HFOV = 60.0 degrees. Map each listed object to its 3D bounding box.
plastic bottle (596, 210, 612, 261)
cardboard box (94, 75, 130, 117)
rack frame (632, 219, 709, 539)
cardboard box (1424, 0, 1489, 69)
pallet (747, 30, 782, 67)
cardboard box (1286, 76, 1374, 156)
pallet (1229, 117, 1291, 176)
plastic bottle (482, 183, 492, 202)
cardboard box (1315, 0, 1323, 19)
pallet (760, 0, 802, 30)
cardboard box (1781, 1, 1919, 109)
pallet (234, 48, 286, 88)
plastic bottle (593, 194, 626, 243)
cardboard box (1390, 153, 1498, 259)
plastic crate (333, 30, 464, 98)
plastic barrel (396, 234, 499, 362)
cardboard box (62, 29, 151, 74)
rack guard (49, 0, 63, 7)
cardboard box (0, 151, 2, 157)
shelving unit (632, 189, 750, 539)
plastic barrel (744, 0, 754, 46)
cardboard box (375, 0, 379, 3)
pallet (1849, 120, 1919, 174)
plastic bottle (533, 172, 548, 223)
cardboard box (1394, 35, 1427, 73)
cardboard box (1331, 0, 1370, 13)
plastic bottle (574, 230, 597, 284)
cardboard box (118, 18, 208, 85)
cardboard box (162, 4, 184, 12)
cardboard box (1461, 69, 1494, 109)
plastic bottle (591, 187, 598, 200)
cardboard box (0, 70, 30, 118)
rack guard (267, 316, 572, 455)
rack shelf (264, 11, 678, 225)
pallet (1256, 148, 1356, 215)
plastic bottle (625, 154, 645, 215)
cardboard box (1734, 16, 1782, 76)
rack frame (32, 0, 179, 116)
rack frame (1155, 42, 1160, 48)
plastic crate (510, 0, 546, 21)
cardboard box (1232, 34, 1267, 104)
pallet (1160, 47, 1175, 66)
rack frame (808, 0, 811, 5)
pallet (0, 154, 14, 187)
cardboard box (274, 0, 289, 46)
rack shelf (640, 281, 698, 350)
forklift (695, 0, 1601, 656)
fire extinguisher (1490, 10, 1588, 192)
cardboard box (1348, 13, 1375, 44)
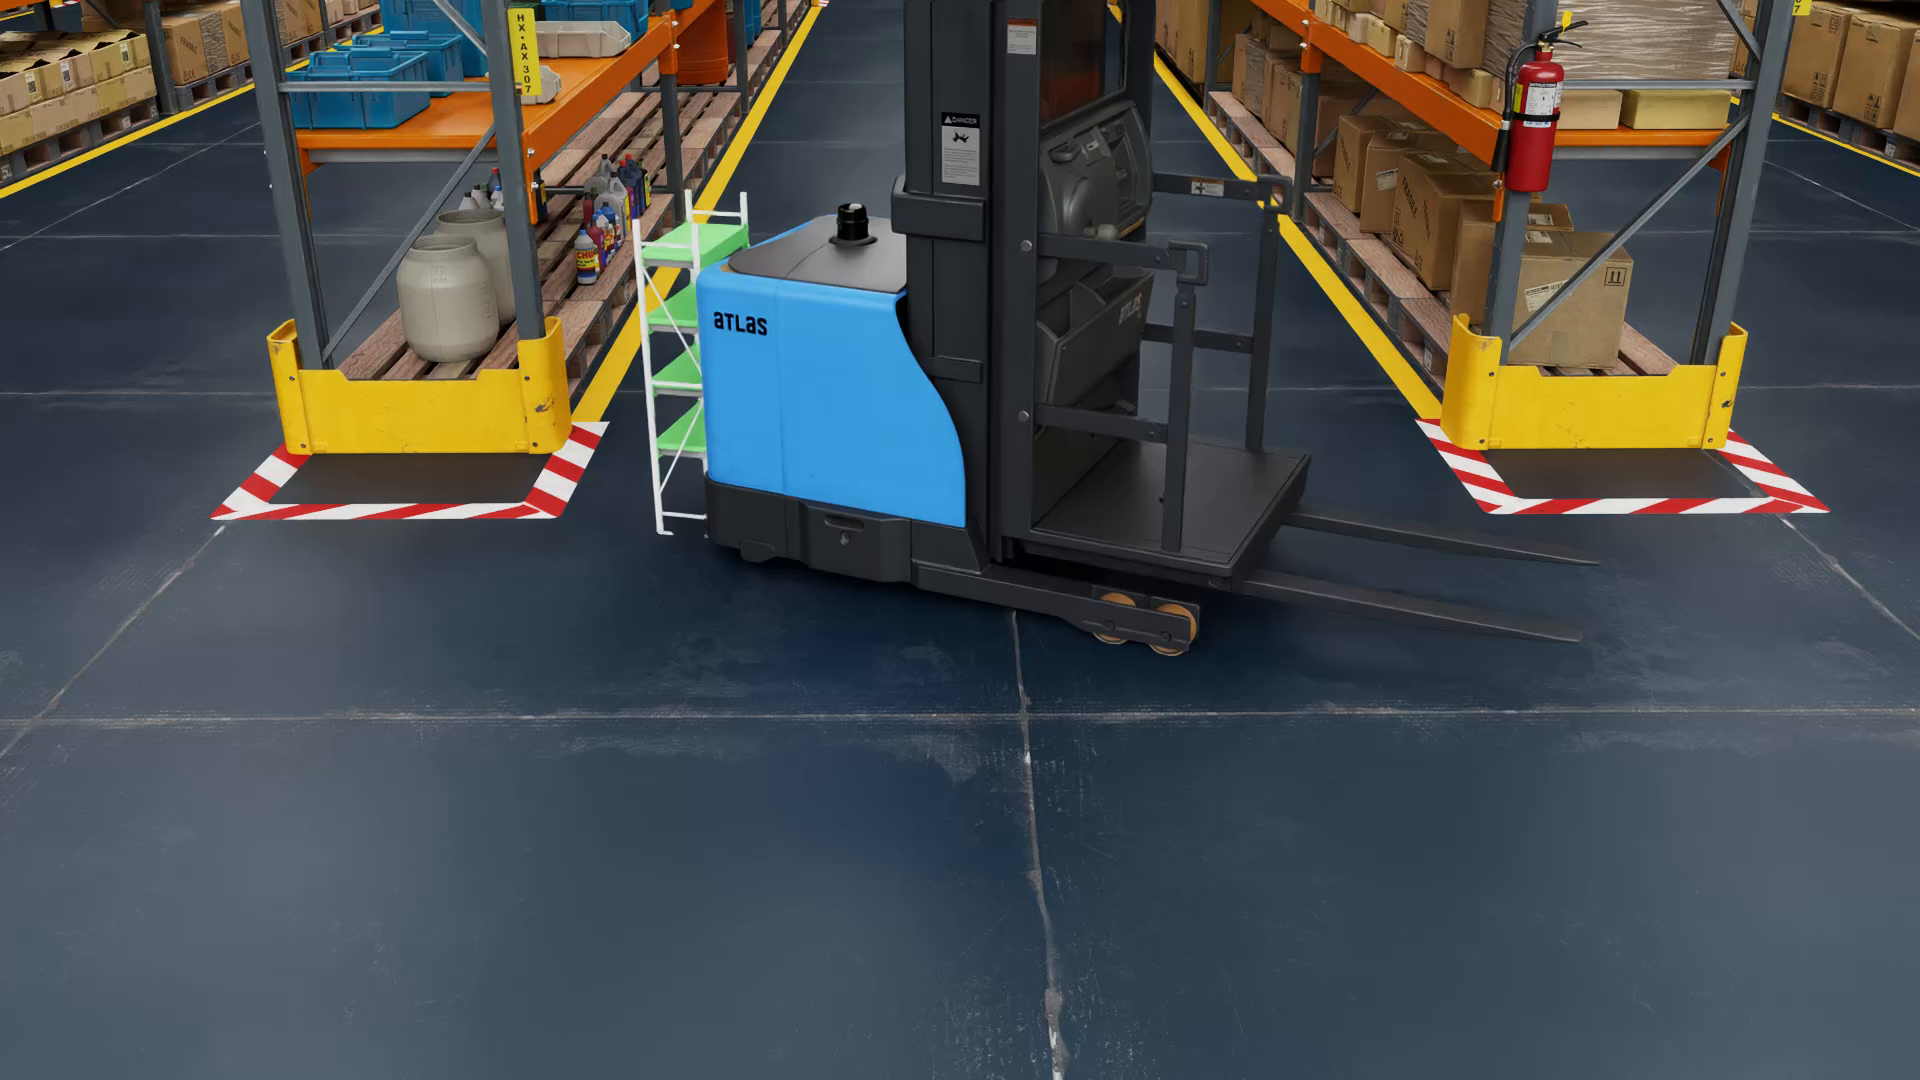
[{"bbox_3d":[-1.956,-1.659,9.056,0.097,0.271,0.097,0,24,0],"label":"plastic bottle"},{"bbox_3d":[-7.024,-3.557,13.302,0.500,0.250,0.500,-1,24,-1],"label":"cardboard box"},{"bbox_3d":[-1.028,-0.563,6.038,0.240,1.200,0.015,6,25,12],"label":"rack frame"},{"bbox_3d":[2.606,-2.407,7.449,0.875,0.500,0.500,0,24,-1],"label":"cardboard box"},{"bbox_3d":[-2.407,-5.127,17.330,1.003,0.211,1.213,0,24,-1],"label":"pallet"},{"bbox_3d":[2.695,-2.953,11.638,0.700,0.500,0.500,0,24,-1],"label":"cardboard box"},{"bbox_3d":[2.640,-2.996,12.618,1.003,0.211,1.213,0,24,-1],"label":"pallet"},{"bbox_3d":[-2.730,-1.902,9.577,0.061,0.283,0.133,1,24,2],"label":"plastic bottle"},{"bbox_3d":[2.368,-3.237,10.072,0.380,0.149,0.250,0,24,-1],"label":"cardboard box"},{"bbox_3d":[-2.437,-6.252,19.817,1.003,0.211,1.213,0,24,-1],"label":"pallet"},{"bbox_3d":[7.500,-3.985,13.642,1.050,0.750,0.750,-1,24,-1],"label":"cardboard box"},{"bbox_3d":[-7.264,-4.585,16.133,1.003,0.211,1.213,0,24,-1],"label":"pallet"},{"bbox_3d":[-1.988,-1.835,9.440,0.152,0.276,0.135,0,24,0],"label":"plastic bottle"},{"bbox_3d":[2.730,-1.837,9.197,0.500,0.500,0.500,-2,24,-5],"label":"cardboard box"},{"bbox_3d":[-2.549,-2.176,7.601,0.499,0.251,0.408,0,24,-1],"label":"plastic crate"},{"bbox_3d":[-2.326,-1.100,7.551,0.421,0.512,0.421,0,24,0],"label":"plastic barrel"},{"bbox_3d":[-7.031,-4.026,13.658,0.500,0.311,0.500,0,24,1],"label":"cardboard box"},{"bbox_3d":[-12.324,-7.190,21.542,1.175,0.500,0.348,0,24,-1],"label":"rack guard"},{"bbox_3d":[-7.000,-2.715,11.440,0.500,0.250,0.500,0,24,1],"label":"cardboard box"},{"bbox_3d":[-0.972,-0.661,6.254,0.258,1.200,0.503,6,25,12],"label":"shelving unit"},{"bbox_3d":[-2.377,-5.435,16.664,0.600,0.901,0.708,0,24,-1],"label":"plastic barrel"},{"bbox_3d":[-7.138,-6.676,20.175,0.500,0.250,0.500,0,24,-1],"label":"cardboard box"},{"bbox_3d":[7.527,-2.973,12.568,1.003,0.211,1.213,0,24,-1],"label":"pallet"},{"bbox_3d":[-2.548,-2.079,9.887,0.144,0.351,0.185,0,24,-1],"label":"plastic bottle"},{"bbox_3d":[2.379,-2.413,8.250,0.380,0.149,0.250,0,24,-1],"label":"cardboard box"},{"bbox_3d":[2.580,-3.231,9.271,0.875,0.500,0.500,0,24,-1],"label":"cardboard box"},{"bbox_3d":[-1.951,-1.477,8.652,0.097,0.271,0.097,0,24,0],"label":"plastic bottle"},{"bbox_3d":[-7.002,-4.297,14.611,0.500,0.500,0.500,1,24,2],"label":"cardboard box"},{"bbox_3d":[-7.533,-4.706,15.514,0.500,0.500,0.500,-1,24,-2],"label":"cardboard box"},{"bbox_3d":[2.444,-2.001,7.339,0.380,0.149,0.250,0,24,-1],"label":"cardboard box"},{"bbox_3d":[-2.088,-1.895,9.562,0.061,0.283,0.133,0,24,-1],"label":"plastic bottle"},{"bbox_3d":[-7.002,-3.184,11.796,0.500,0.311,0.500,-1,24,-2],"label":"cardboard box"},{"bbox_3d":[-2.291,-0.663,7.110,1.175,0.500,0.348,0,24,-1],"label":"rack guard"},{"bbox_3d":[-2.265,-2.267,8.496,1.077,0.370,4.000,0,24,-1],"label":"rack shelf"},{"bbox_3d":[2.656,-2.492,11.503,1.003,0.211,1.213,0,24,-1],"label":"pallet"},{"bbox_3d":[-1.991,-2.149,10.041,0.144,0.351,0.185,-1,24,-2],"label":"plastic bottle"},{"bbox_3d":[7.315,-4.393,14.847,0.500,0.500,0.500,0,24,-1],"label":"cardboard box"},{"bbox_3d":[-7.283,-5.047,13.769,1.000,3.000,0.127,0,24,-1],"label":"rack frame"},{"bbox_3d":[2.579,-6.738,17.508,1.000,3.000,0.127,0,24,-1],"label":"rack frame"},{"bbox_3d":[-2.408,-3.175,9.705,0.767,0.338,0.504,0,24,-1],"label":"plastic crate"},{"bbox_3d":[2.650,-3.875,13.678,0.700,0.500,0.500,-2,24,-3],"label":"cardboard box"},{"bbox_3d":[2.663,-5.150,17.380,1.003,0.211,1.213,0,24,-1],"label":"pallet"},{"bbox_3d":[-2.417,-8.364,21.103,1.000,3.000,0.127,0,24,-1],"label":"rack frame"},{"bbox_3d":[-7.287,-2.431,11.370,1.003,0.211,1.213,0,24,-1],"label":"pallet"},{"bbox_3d":[-7.033,-5.144,16.483,0.500,0.500,0.500,0,24,0],"label":"cardboard box"},{"bbox_3d":[-0.972,-0.821,6.182,0.258,0.148,0.480,6,25,12],"label":"rack shelf"},{"bbox_3d":[0.636,-1.207,5.362,3.031,2.935,1.130,11,26,22],"label":"forklift"},{"bbox_3d":[2.250,-1.709,6.482,0.296,0.674,0.183,0,24,-1],"label":"fire extinguisher"},{"bbox_3d":[2.362,-2.825,9.161,0.380,0.149,0.250,0,24,-1],"label":"cardboard box"}]
